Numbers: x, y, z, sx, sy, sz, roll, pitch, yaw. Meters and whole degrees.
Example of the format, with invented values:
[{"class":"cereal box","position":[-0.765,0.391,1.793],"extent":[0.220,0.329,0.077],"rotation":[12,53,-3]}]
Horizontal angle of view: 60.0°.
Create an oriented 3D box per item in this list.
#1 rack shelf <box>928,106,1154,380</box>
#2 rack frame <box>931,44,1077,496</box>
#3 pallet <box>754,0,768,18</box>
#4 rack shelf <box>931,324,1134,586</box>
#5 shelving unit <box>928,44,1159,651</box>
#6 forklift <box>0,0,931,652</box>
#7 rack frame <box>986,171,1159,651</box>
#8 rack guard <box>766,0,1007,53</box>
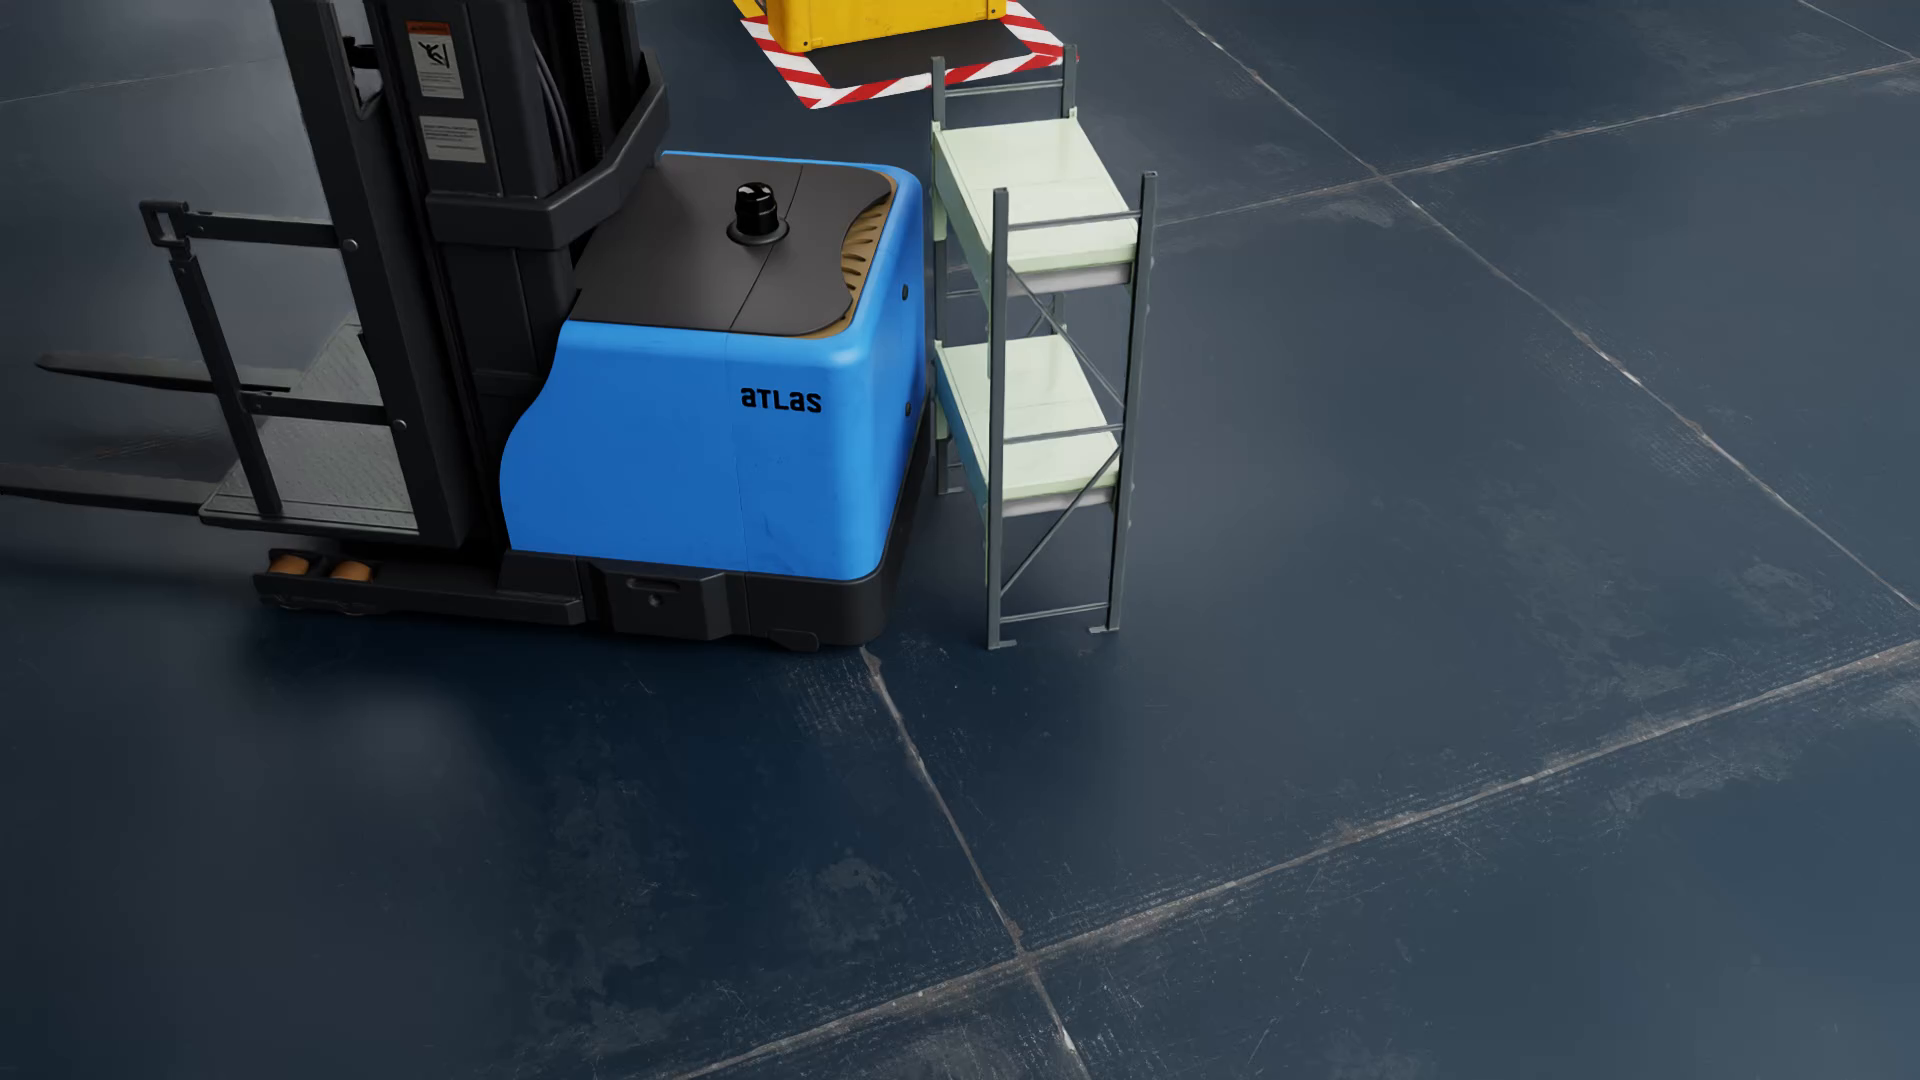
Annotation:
[{"class":"rack shelf","position":[0.198,-0.808,4.441],"extent":[0.431,0.370,0.720],"rotation":[-8,41,-9]},{"class":"rack frame","position":[0.120,-0.745,4.966],"extent":[0.400,1.500,0.023],"rotation":[-8,41,-9]},{"class":"pallet","position":[-0.694,-3.113,8.708],"extent":[1.003,0.211,1.213],"rotation":[-15,43,-17]},{"class":"rack shelf","position":[0.198,-0.265,4.908],"extent":[0.431,0.370,0.720],"rotation":[-8,41,-9]},{"class":"shelving unit","position":[0.198,-0.512,4.695],"extent":[0.431,1.500,0.755],"rotation":[-8,41,-9]},{"class":"forklift","position":[-1.656,-1.219,4.420],"extent":[3.031,2.935,1.130],"rotation":[5,41,6]},{"class":"rack frame","position":[0.275,-0.279,4.424],"extent":[0.400,1.500,0.023],"rotation":[-8,41,-9]},{"class":"rack guard","position":[-0.354,-2.758,8.074],"extent":[1.175,0.500,0.348],"rotation":[-15,43,-17]}]
